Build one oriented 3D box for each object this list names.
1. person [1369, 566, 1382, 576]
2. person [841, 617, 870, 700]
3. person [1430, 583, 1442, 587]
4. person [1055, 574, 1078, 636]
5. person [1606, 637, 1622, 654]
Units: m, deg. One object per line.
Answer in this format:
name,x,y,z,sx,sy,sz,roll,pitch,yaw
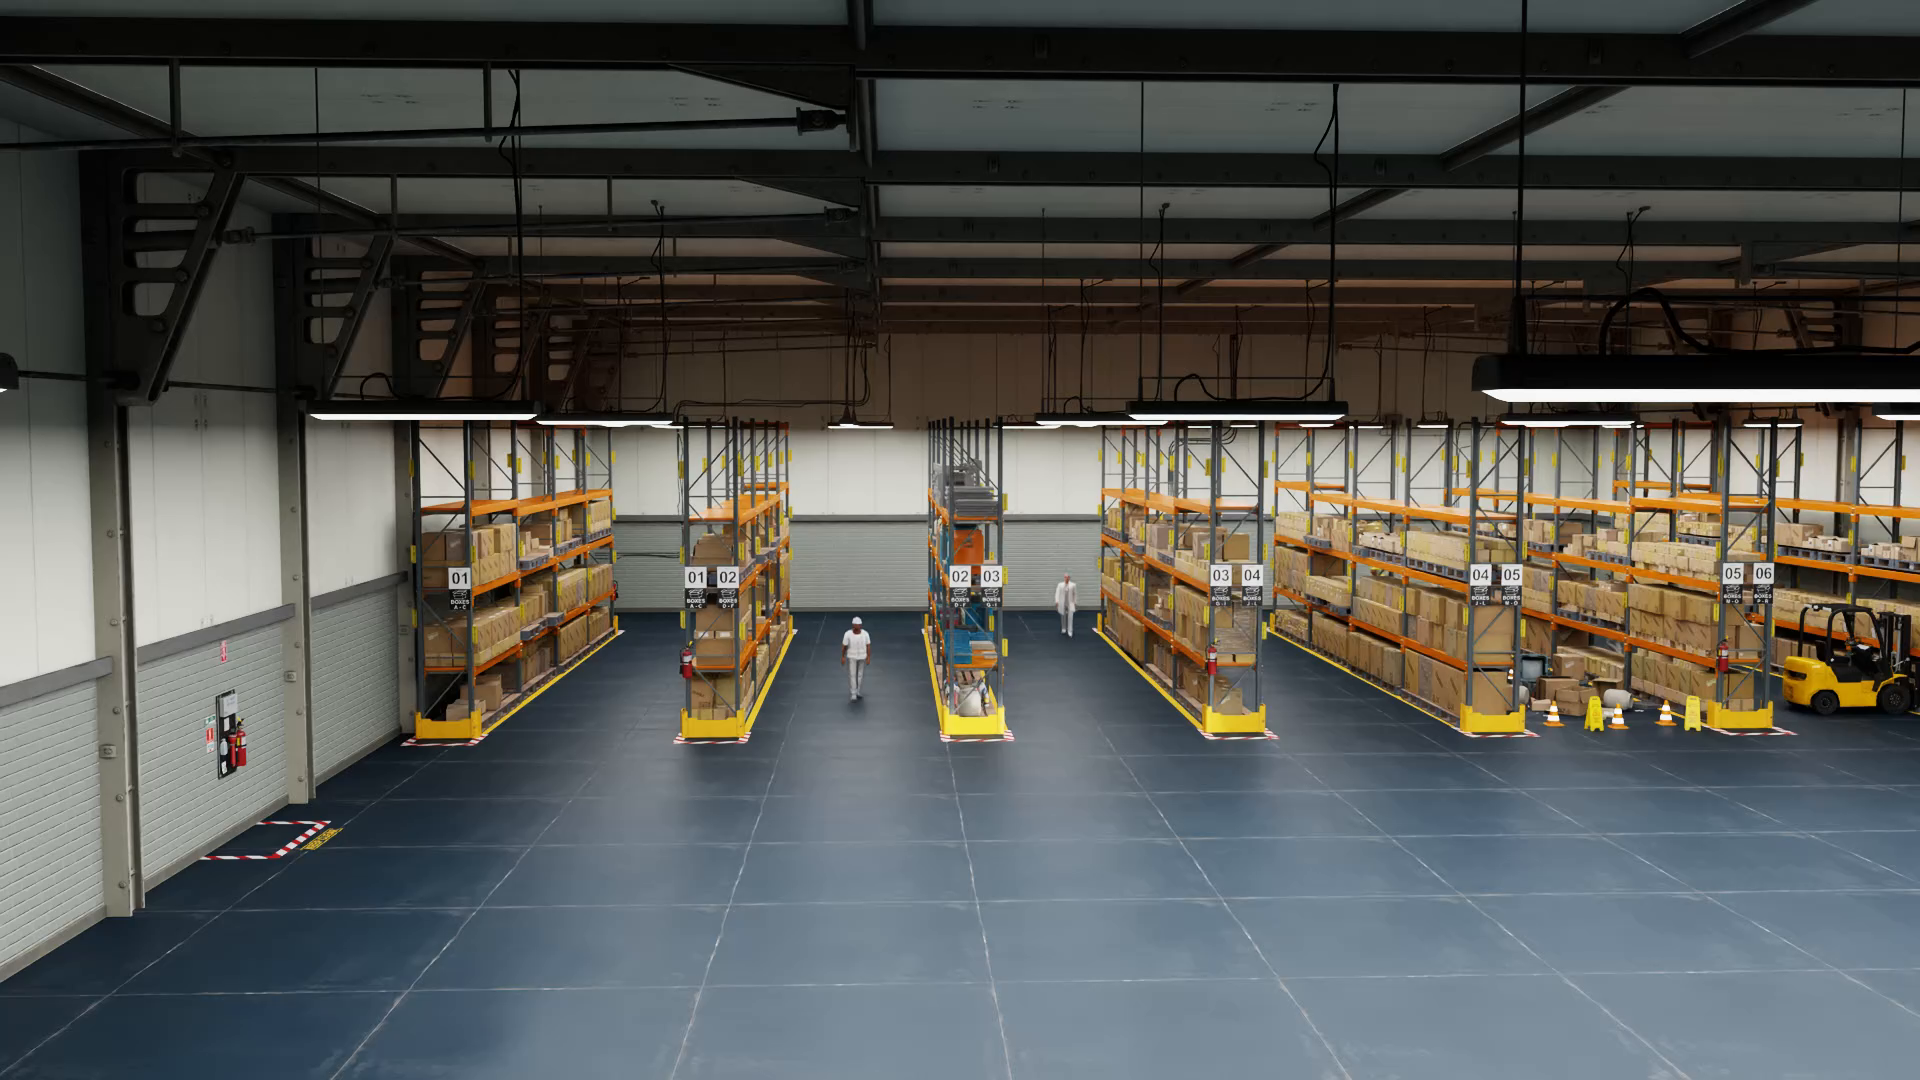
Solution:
person,12.466,1.600,49.954,1.023,1.729,0.580,-1,4,-20
person,-2.201,2.517,35.581,0.609,1.715,0.962,-1,4,-19
person,14.821,1.549,51.421,0.513,1.605,1.046,2,4,29
person,2.987,1.797,46.614,0.647,1.713,1.142,0,4,1
person,16.356,2.223,41.507,0.523,1.596,0.694,-1,4,-13
